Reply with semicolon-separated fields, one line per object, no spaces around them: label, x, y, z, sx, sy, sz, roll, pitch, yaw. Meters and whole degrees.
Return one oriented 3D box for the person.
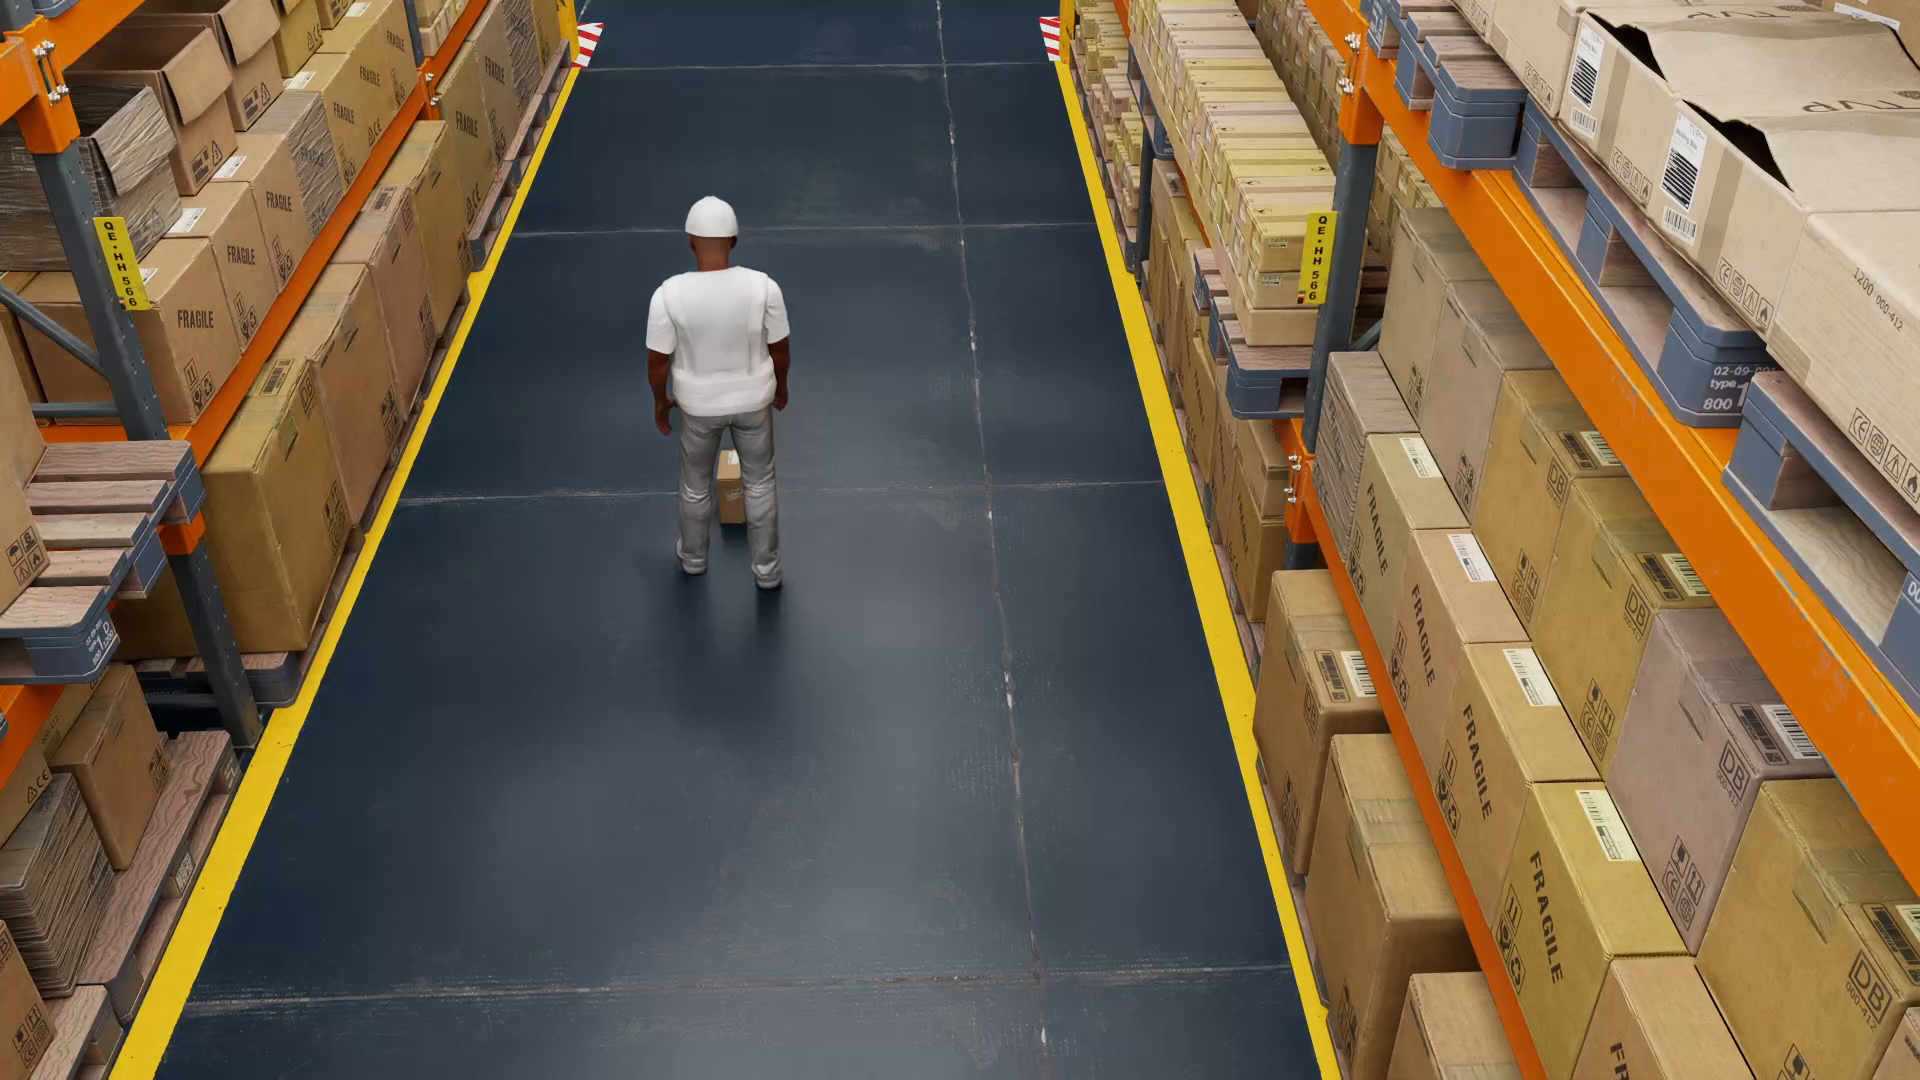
person;-0.996;-0.607;6.982;0.590;1.781;0.509;-6;35;-8
